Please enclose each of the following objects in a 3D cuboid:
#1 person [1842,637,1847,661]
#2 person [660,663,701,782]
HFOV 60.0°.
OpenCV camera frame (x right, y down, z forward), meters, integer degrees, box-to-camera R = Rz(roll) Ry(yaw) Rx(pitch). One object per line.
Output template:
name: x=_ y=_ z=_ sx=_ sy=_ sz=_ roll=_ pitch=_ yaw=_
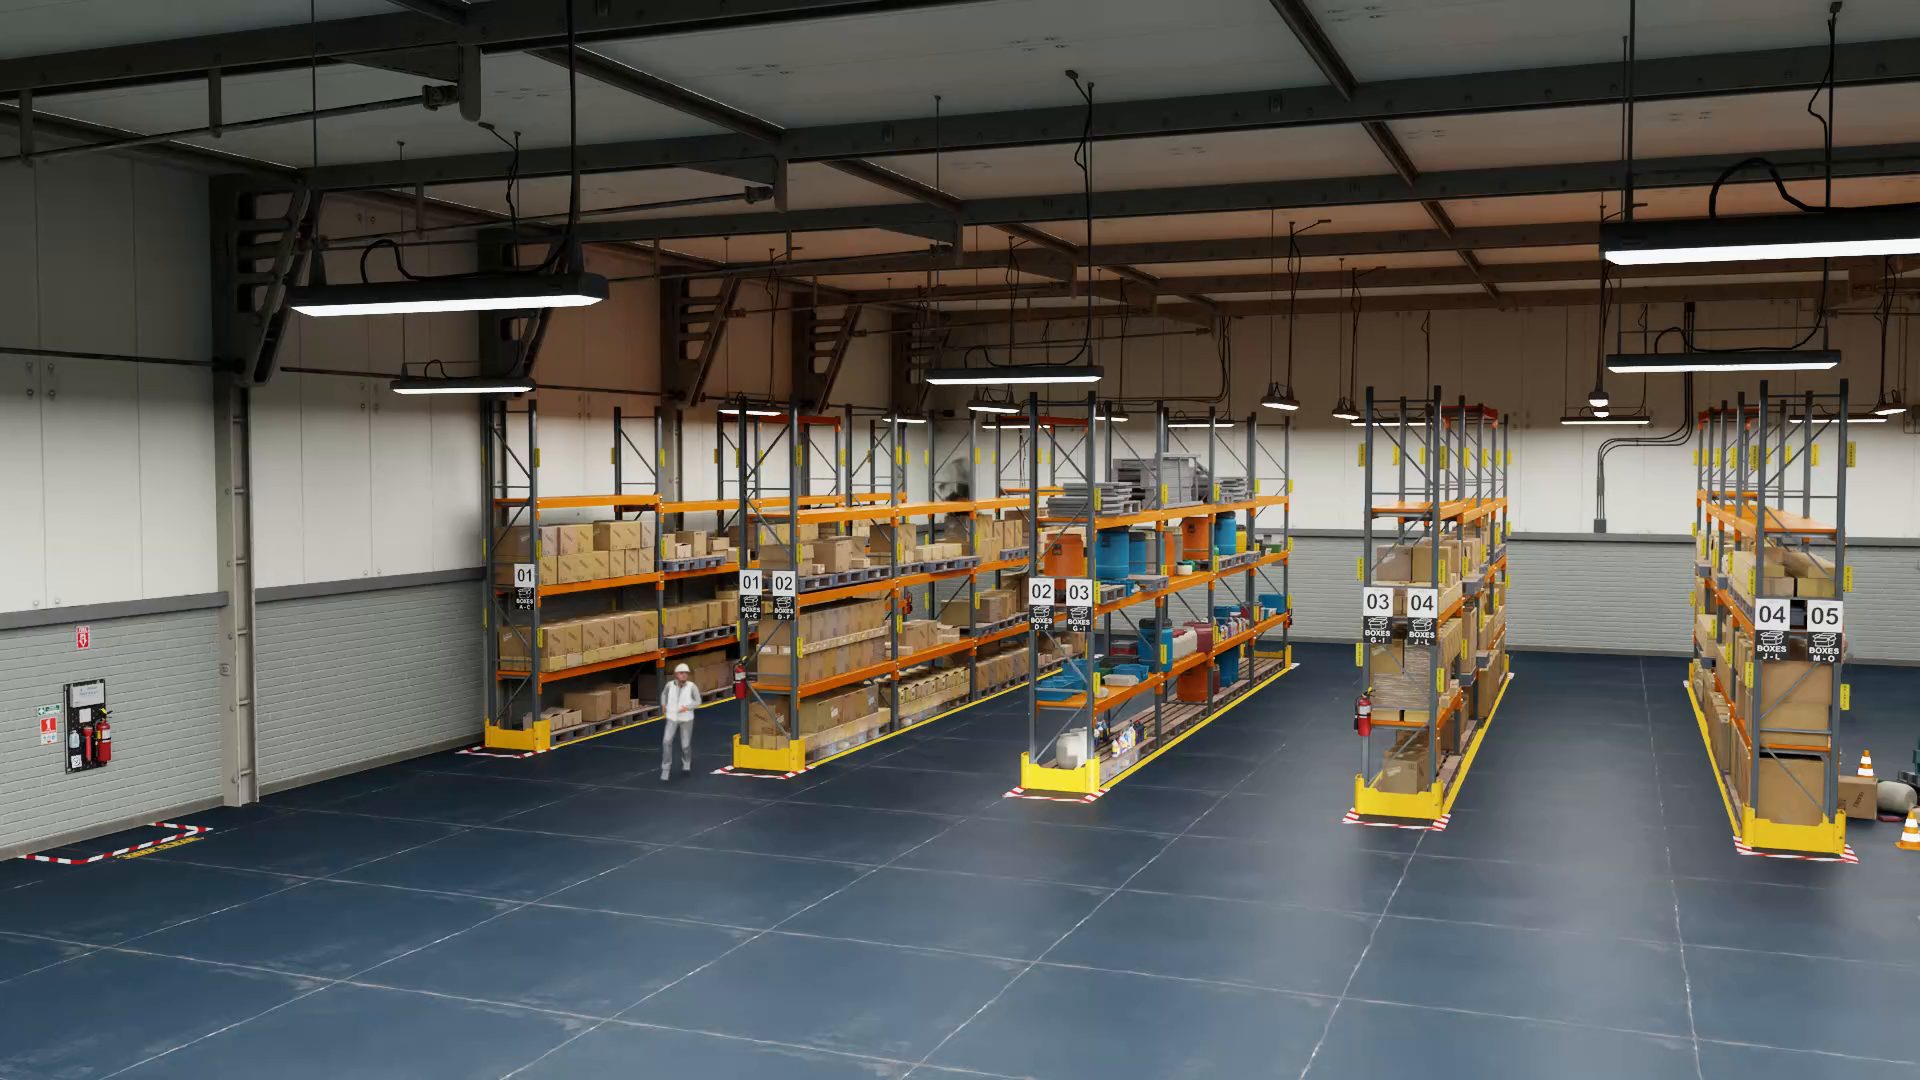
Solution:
person: x=17.525 y=2.419 z=33.617 sx=0.661 sy=1.769 sz=0.993 roll=1 pitch=3 yaw=15
person: x=-4.387 y=2.836 z=26.107 sx=0.656 sy=1.808 sz=0.842 roll=0 pitch=3 yaw=-2
